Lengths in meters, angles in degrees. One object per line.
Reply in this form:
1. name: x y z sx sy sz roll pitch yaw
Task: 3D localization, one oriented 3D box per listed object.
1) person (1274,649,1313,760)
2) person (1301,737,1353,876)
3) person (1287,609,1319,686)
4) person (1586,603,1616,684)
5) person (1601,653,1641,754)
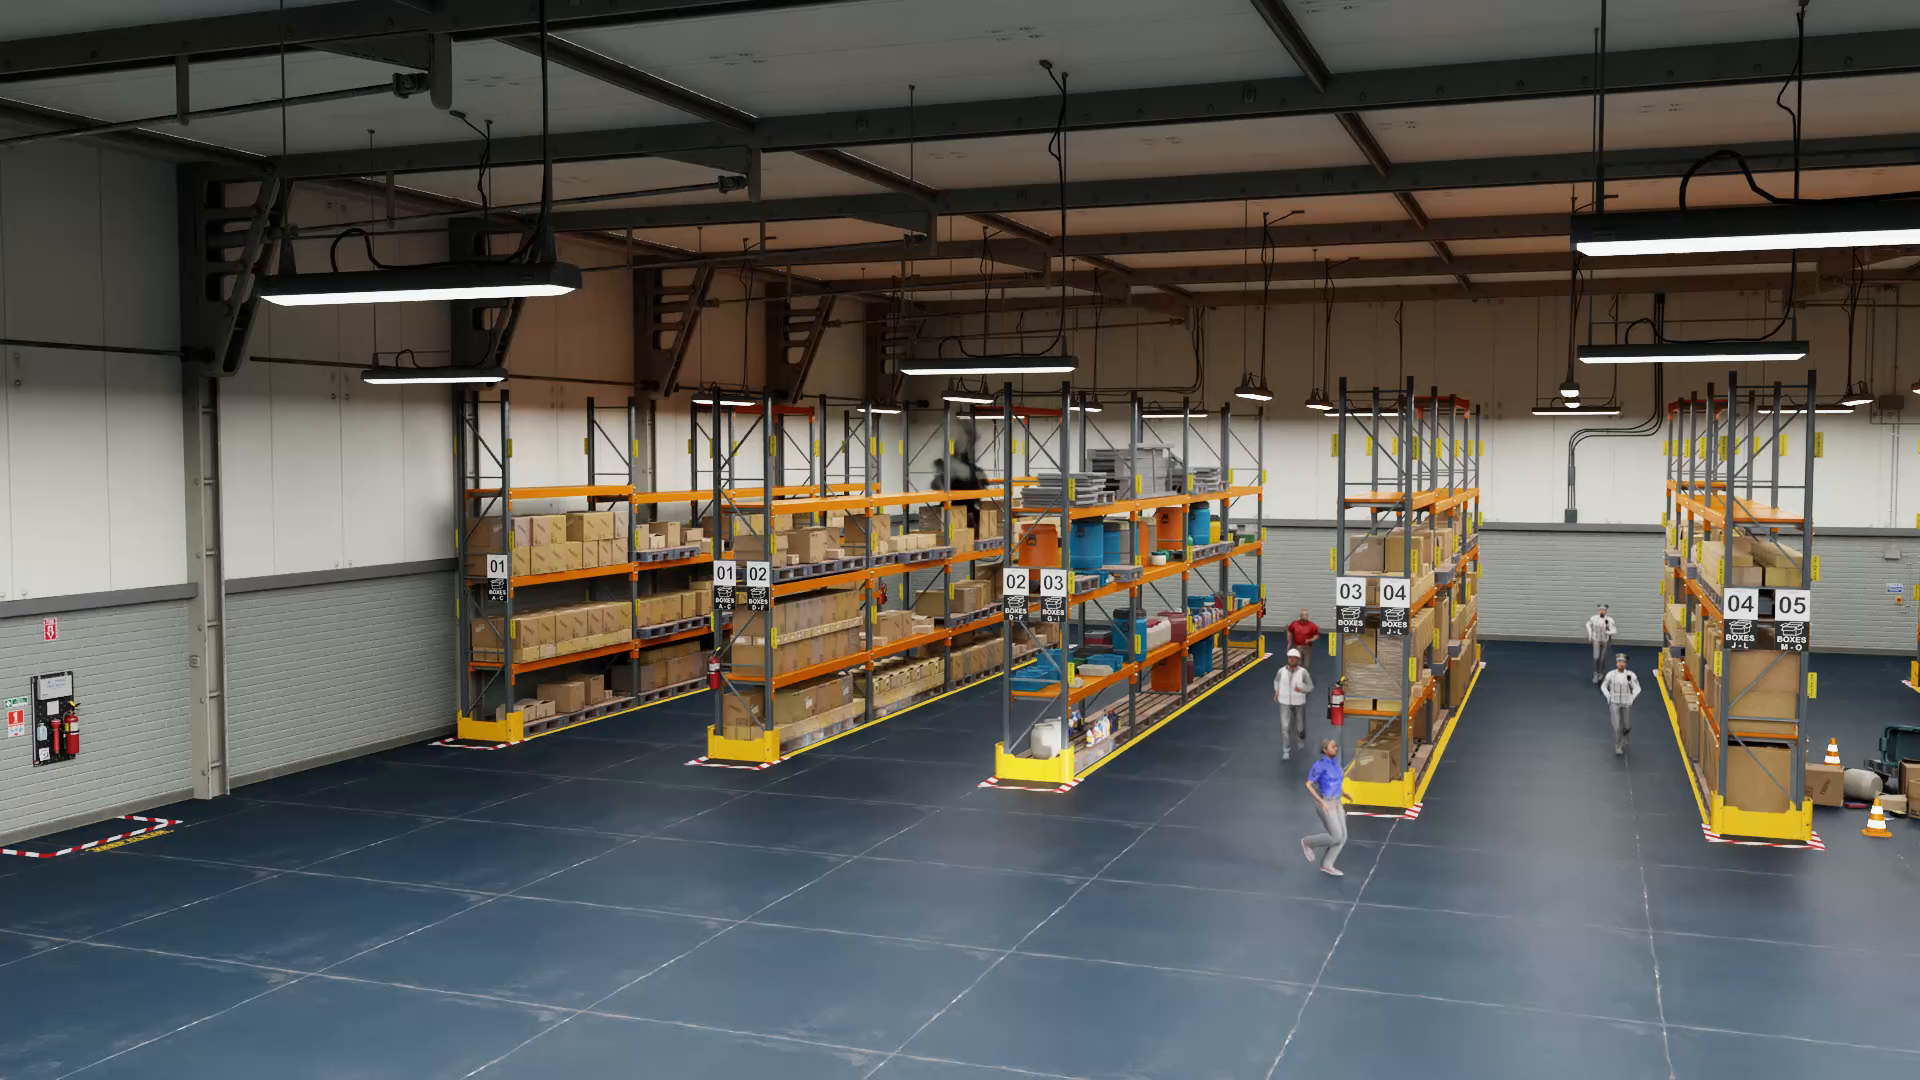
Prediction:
1. person: 5.376 2.637 26.880 0.667 1.750 0.919 1 3 20
2. person: 4.329 3.127 19.572 0.562 1.613 0.577 3 4 43
3. person: 6.980 2.290 33.853 0.627 1.767 0.826 0 3 8
4. person: 13.695 2.206 35.526 0.605 1.730 0.686 1 3 22
5. person: 10.833 2.673 27.278 0.613 1.646 0.566 1 3 21
